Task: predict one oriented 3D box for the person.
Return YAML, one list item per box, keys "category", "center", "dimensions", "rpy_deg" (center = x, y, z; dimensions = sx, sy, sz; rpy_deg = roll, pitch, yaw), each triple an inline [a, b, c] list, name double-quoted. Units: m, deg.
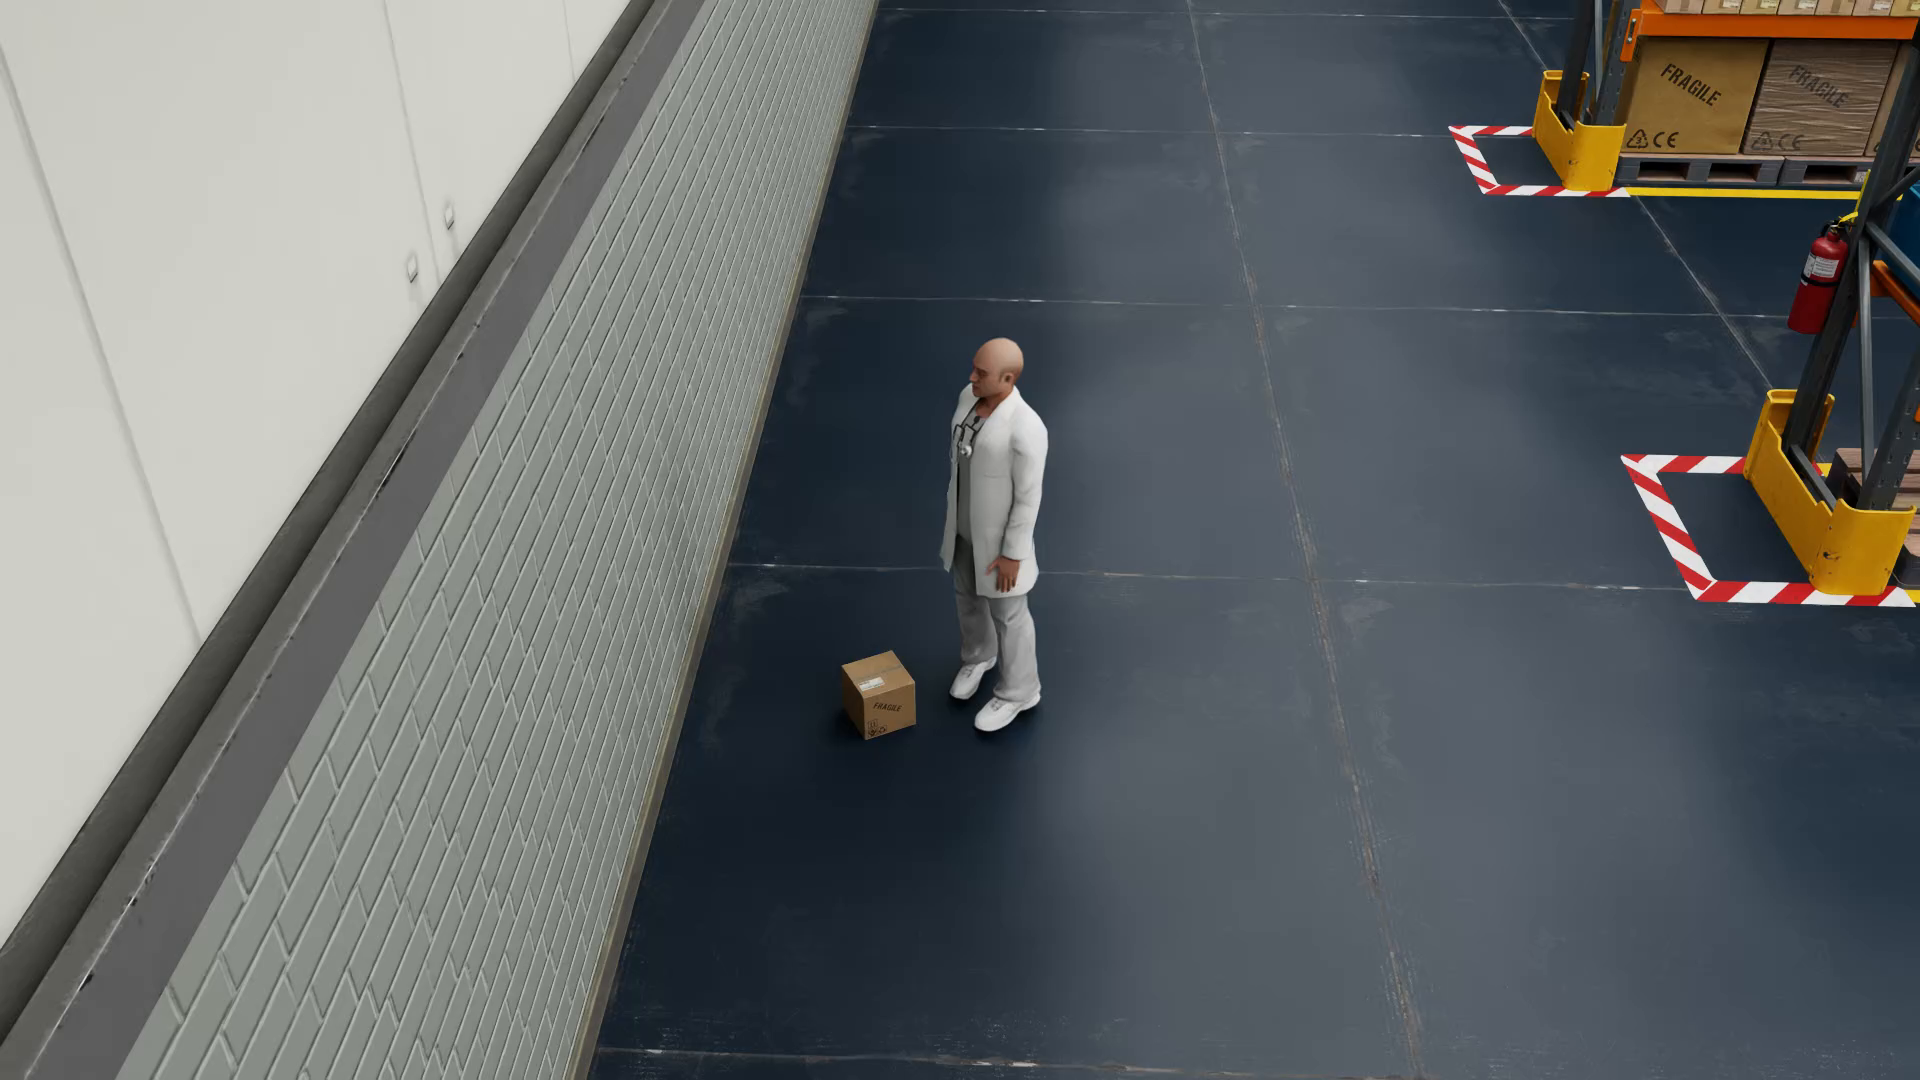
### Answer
- category: "person"
  center: [0.101, -0.040, 7.162]
  dimensions: [0.396, 1.792, 0.628]
  rpy_deg: [-22, 41, -28]
